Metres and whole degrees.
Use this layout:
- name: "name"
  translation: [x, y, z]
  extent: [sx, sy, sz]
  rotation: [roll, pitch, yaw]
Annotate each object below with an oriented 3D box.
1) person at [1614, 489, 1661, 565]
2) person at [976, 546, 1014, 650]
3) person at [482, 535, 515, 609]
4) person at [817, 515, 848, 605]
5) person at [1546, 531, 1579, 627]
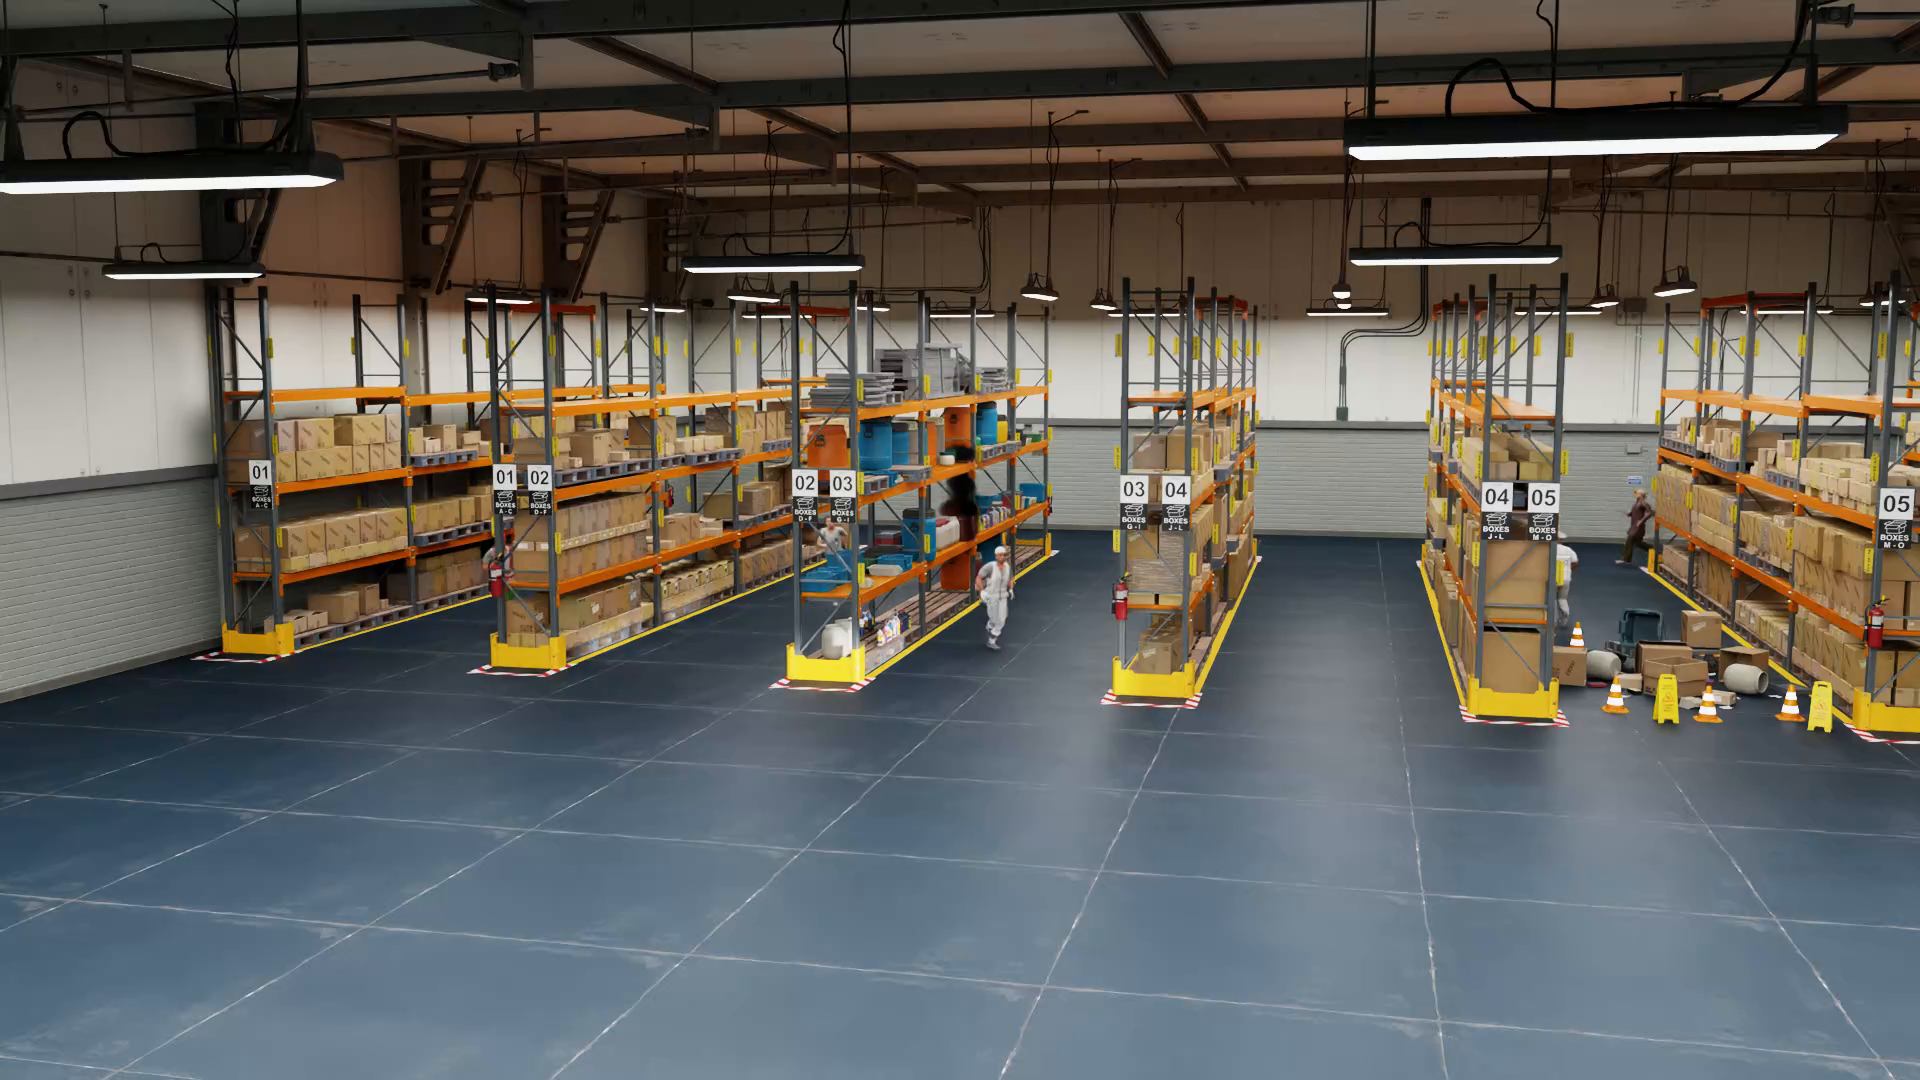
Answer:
- name: "person"
  translation: [15.691, -0.299, 38.417]
  extent: [1.030, 1.756, 0.706]
  rotation: [2, 7, 15]
- name: "person"
  translation: [0.577, 0.954, 27.815]
  extent: [0.701, 1.734, 0.620]
  rotation: [-3, 7, -23]
- name: "person"
  translation: [-8.164, 0.723, 29.706]
  extent: [0.678, 1.753, 0.960]
  rotation: [-1, 7, -12]
- name: "person"
  translation: [-2.364, 0.338, 31.116]
  extent: [0.561, 1.678, 0.915]
  rotation: [1, 7, 8]
- name: "person"
  translation: [10.807, 0.722, 29.969]
  extent: [0.662, 1.722, 0.697]
  rotation: [1, 7, 8]
